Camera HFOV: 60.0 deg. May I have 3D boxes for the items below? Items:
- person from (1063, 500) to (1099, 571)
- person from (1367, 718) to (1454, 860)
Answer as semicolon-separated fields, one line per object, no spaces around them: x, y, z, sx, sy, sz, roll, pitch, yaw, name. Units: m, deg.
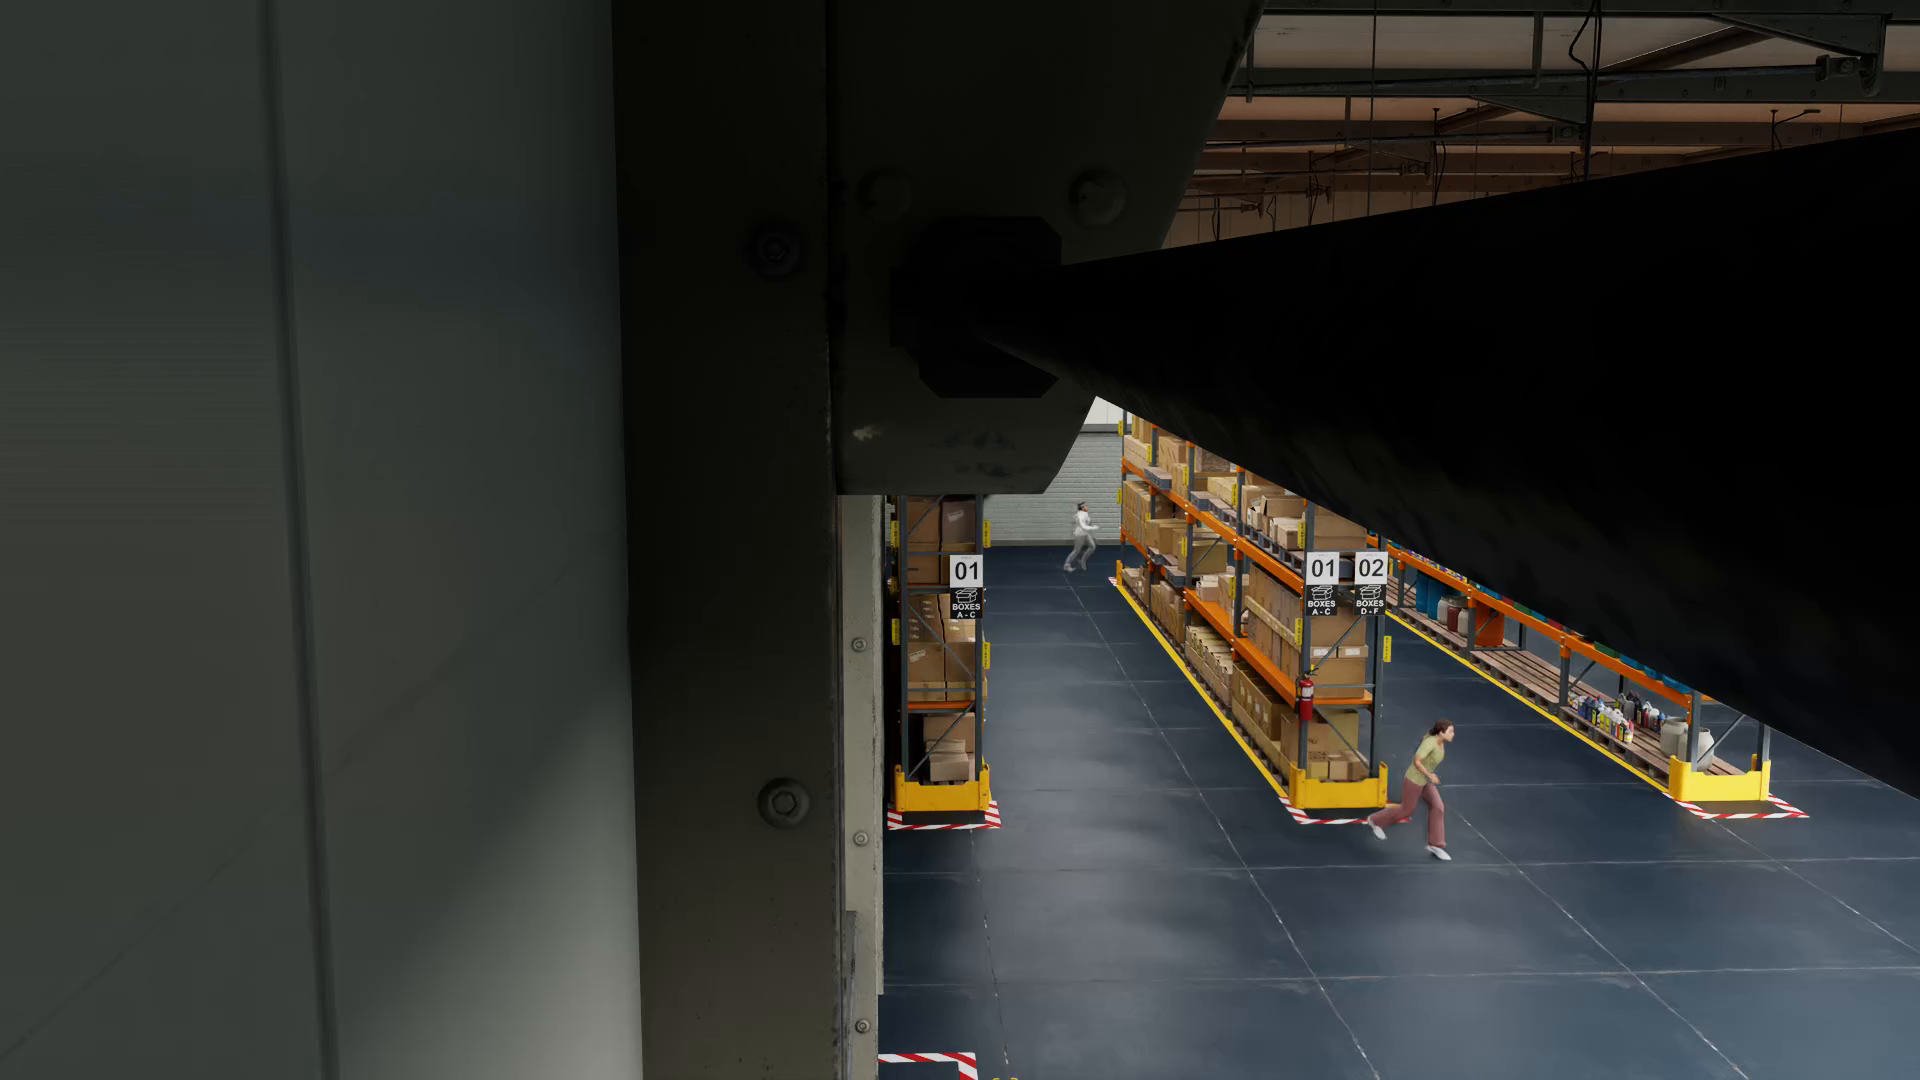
2.788;-0.109;37.981;0.816;1.659;0.627;3;9;17;person
5.151;2.780;18.961;0.998;1.624;0.607;5;10;29;person
